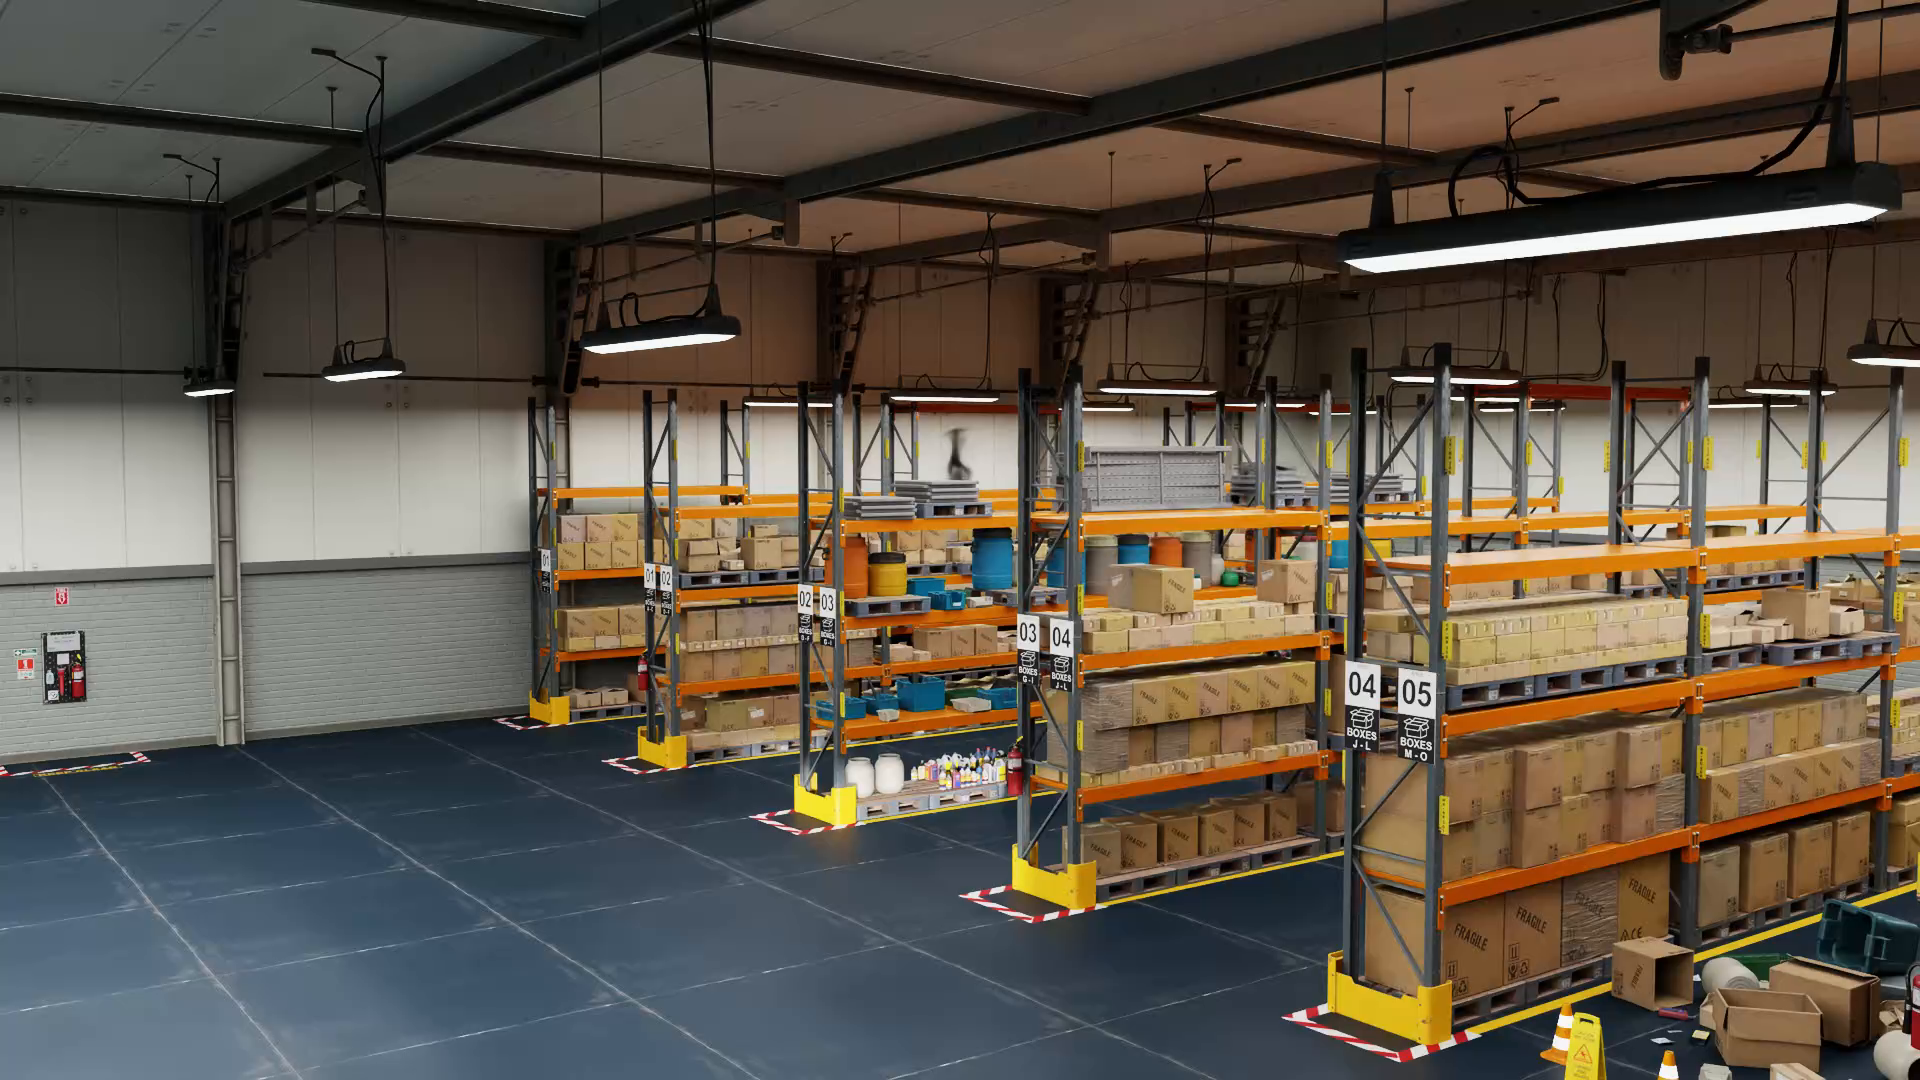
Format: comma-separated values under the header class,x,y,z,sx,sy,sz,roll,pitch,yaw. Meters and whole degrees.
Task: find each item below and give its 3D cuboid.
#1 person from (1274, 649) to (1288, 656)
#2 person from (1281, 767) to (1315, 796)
class,x,y,z,sx,sy,sz,roll,pitch,yaw
person,5.976,2.531,30.423,0.759,1.705,0.675,-3,5,-42
person,4.837,2.952,23.576,0.912,1.711,0.665,-3,4,-38
